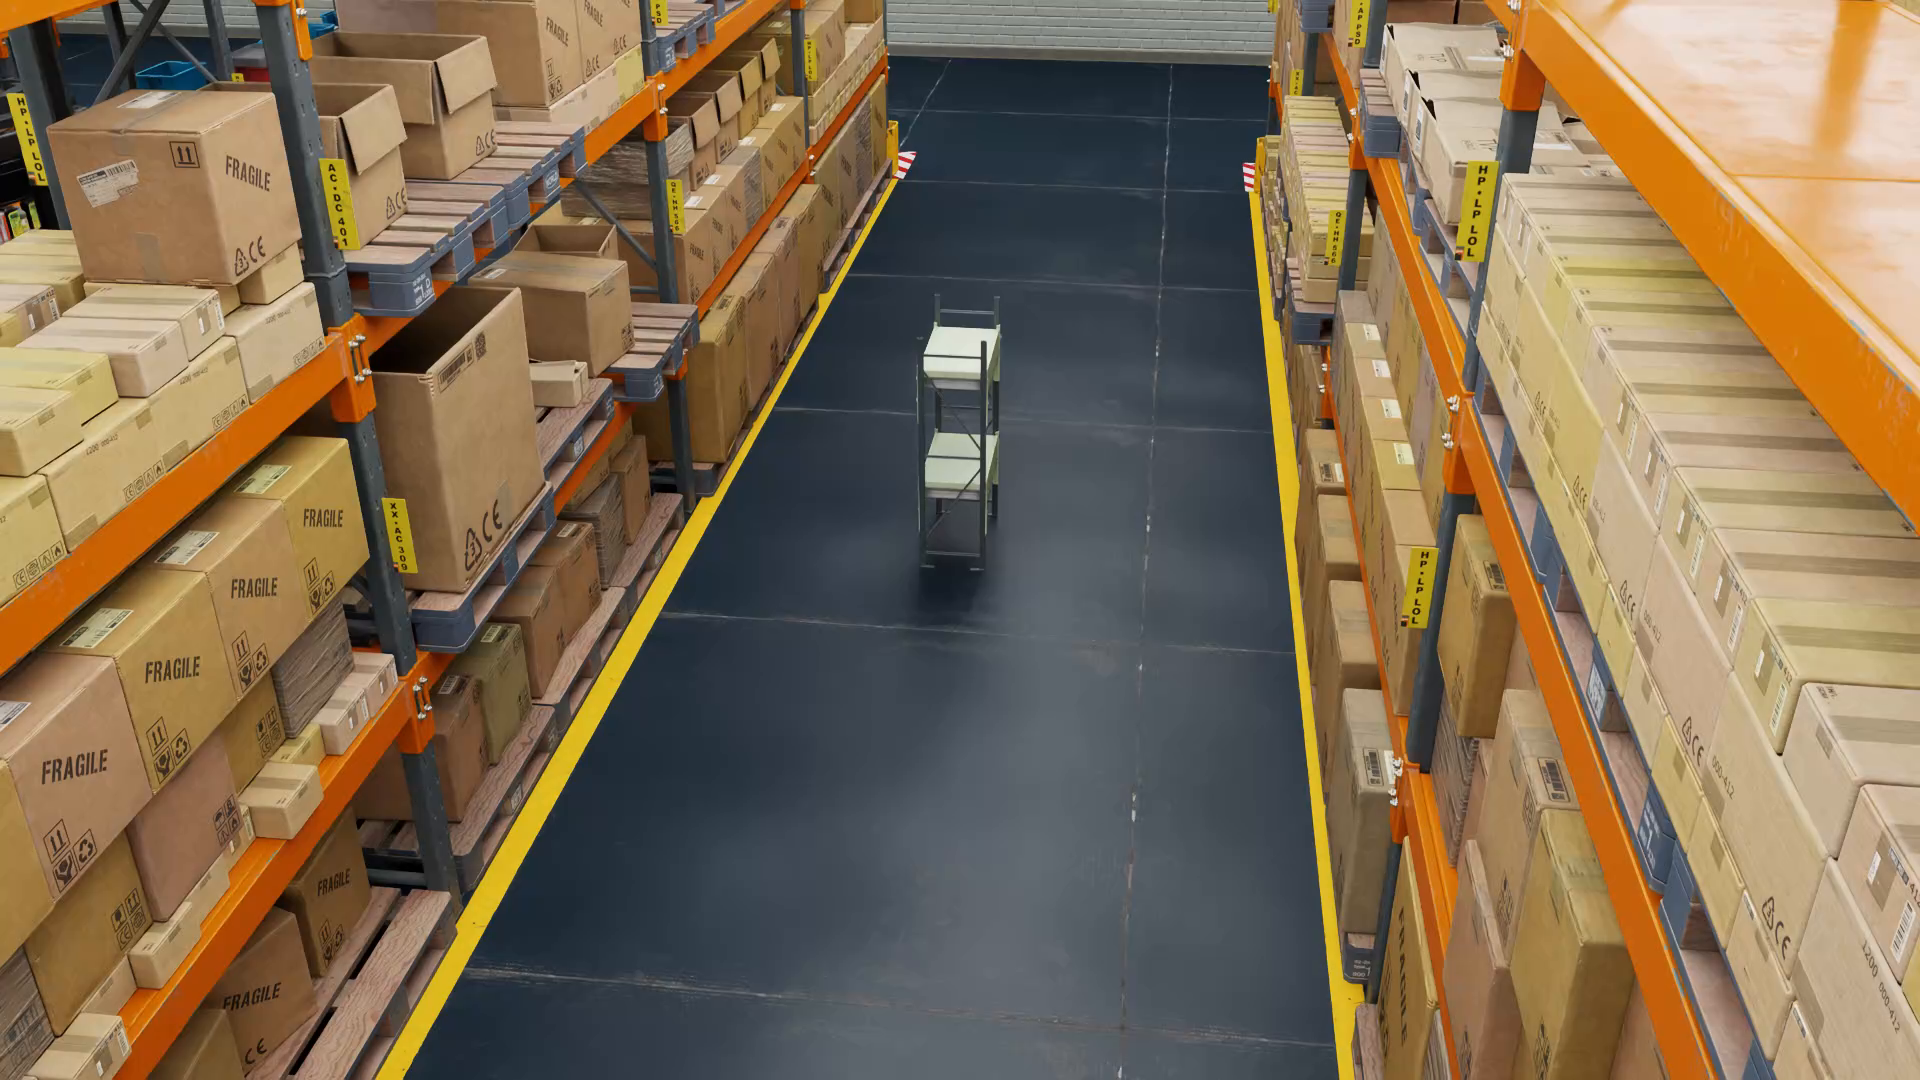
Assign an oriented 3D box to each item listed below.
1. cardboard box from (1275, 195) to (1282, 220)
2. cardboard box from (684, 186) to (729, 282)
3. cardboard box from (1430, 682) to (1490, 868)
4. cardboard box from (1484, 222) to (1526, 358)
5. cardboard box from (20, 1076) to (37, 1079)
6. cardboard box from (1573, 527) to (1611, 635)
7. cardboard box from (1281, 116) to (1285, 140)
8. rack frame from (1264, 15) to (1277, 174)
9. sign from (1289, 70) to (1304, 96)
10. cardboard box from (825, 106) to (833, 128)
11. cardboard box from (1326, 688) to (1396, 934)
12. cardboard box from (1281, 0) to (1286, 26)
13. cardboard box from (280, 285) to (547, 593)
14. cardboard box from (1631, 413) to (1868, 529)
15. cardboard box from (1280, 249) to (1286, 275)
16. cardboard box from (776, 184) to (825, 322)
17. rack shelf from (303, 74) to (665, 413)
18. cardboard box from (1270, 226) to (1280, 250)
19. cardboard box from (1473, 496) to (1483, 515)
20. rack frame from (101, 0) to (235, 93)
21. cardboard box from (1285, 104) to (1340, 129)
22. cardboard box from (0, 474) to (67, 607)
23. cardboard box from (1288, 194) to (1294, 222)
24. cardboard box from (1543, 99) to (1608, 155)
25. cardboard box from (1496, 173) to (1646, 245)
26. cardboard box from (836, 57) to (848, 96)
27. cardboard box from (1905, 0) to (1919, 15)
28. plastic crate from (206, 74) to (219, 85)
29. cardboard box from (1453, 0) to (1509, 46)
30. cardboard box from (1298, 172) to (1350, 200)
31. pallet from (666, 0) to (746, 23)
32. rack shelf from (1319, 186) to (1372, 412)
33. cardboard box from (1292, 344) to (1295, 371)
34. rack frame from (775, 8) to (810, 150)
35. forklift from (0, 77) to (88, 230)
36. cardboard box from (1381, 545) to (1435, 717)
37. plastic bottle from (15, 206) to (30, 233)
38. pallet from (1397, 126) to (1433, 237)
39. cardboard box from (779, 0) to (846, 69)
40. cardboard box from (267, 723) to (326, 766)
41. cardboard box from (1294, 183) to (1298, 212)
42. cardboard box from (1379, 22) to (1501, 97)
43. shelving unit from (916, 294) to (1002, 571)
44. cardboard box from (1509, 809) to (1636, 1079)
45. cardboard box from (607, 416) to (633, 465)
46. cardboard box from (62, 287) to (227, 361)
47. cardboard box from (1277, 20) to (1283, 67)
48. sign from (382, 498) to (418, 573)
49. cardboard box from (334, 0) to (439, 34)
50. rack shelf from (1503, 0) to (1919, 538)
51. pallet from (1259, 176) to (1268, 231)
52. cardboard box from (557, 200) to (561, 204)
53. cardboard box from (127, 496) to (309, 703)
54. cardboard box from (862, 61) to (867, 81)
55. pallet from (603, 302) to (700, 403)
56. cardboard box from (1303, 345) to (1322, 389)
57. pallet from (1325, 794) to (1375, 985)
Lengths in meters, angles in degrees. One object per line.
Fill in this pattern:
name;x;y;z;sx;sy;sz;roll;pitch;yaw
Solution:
cardboard box;3.011;-2.957;14.804;0.380;0.149;0.250;2;28;4
cardboard box;-1.850;-2.045;11.070;0.500;0.500;0.500;3;28;5
cardboard box;2.146;0.782;5.770;0.875;0.550;0.550;3;28;6
cardboard box;1.842;-0.727;4.863;0.500;0.250;0.500;4;29;7
cardboard box;-2.803;1.622;4.634;0.380;0.149;0.250;3;28;6
cardboard box;1.611;0.102;3.744;0.380;0.149;0.250;4;29;7
cardboard box;2.655;-3.139;12.714;0.380;0.149;0.250;4;29;7
rack frame;3.650;-4.975;16.614;1.000;3.000;0.127;3;28;6
sign;2.620;-3.501;12.966;0.100;0.325;0.005;3;28;6
cardboard box;-1.320;-3.685;14.485;0.380;0.149;0.250;4;29;8
cardboard box;2.166;1.182;7.116;1.050;0.750;0.750;3;28;6
cardboard box;3.190;-4.913;15.026;0.500;0.500;0.500;3;28;5
cardboard box;-2.495;-0.477;7.190;1.000;1.000;1.000;4;29;7
cardboard box;1.581;-0.130;3.334;0.380;0.149;0.250;4;29;7
cardboard box;2.883;-2.320;13.935;0.380;0.149;0.250;4;29;7
cardboard box;-1.809;-2.375;13.586;1.225;0.875;0.875;3;29;6
rack shelf;-2.486;-1.608;7.959;1.077;0.370;4.000;3;28;6
cardboard box;2.996;-2.714;14.980;0.380;0.149;0.250;3;28;6
cardboard box;2.234;-0.045;6.303;0.700;0.500;0.500;3;28;5
rack frame;-6.666;-3.716;14.277;1.000;3.000;0.127;3;28;6
cardboard box;2.627;-3.138;12.399;0.380;0.149;0.250;4;29;8
cardboard box;-2.725;0.033;4.314;0.500;0.250;0.500;4;29;8
cardboard box;2.466;-2.275;11.423;0.380;0.149;0.250;2;28;4
cardboard box;2.619;-1.685;6.939;0.396;0.266;0.258;3;28;6
cardboard box;1.797;-0.965;4.884;0.380;0.149;0.250;4;29;7
cardboard box;-1.309;-4.177;14.977;0.500;0.250;0.500;4;29;7
cardboard box;8.026;-4.384;13.673;0.380;0.149;0.250;3;28;5
plastic crate;-6.796;-4.164;15.335;0.437;0.125;0.590;3;28;6
cardboard box;3.004;-2.827;9.360;0.500;0.500;0.500;3;28;6
cardboard box;2.404;-2.283;10.813;0.380;0.149;0.250;3;28;6
pallet;-2.080;-3.615;11.127;1.003;0.211;1.213;5;29;9
rack shelf;2.915;-1.834;11.543;1.077;0.370;4.000;3;28;6
cardboard box;2.692;-1.348;12.074;0.500;0.500;0.500;4;29;7
rack frame;-1.751;-3.428;13.743;1.000;3.000;0.127;3;28;6
forklift;-5.587;-1.119;9.529;3.031;2.935;1.130;11;30;20
cardboard box;1.978;0.368;6.591;0.500;0.500;0.500;3;28;6
plastic bottle;-6.668;-2.264;11.792;0.097;0.201;0.097;0;28;0
pallet;2.509;-1.614;7.412;1.003;0.211;1.213;5;29;9
cardboard box;-1.311;-4.510;14.805;0.500;0.500;0.500;2;28;5
cardboard box;-2.596;0.798;6.163;0.380;0.149;0.250;3;28;6
cardboard box;2.434;-2.281;11.122;0.380;0.149;0.250;4;29;7
cardboard box;2.362;-2.392;8.202;0.500;0.311;0.500;3;29;6
shelving unit;-0.001;-0.657;10.181;0.431;1.500;0.755;3;28;6
cardboard box;1.888;1.065;4.105;0.875;0.550;0.500;3;28;6
cardboard box;-2.293;-0.651;9.970;0.500;0.250;0.500;4;29;8
cardboard box;-2.552;-0.679;5.215;0.380;0.149;0.250;2;28;4
cardboard box;3.280;-4.701;15.687;0.500;0.500;0.500;3;29;6
sign;-2.191;-0.016;6.496;0.100;0.325;0.005;3;28;6
cardboard box;-2.674;-2.448;8.128;0.500;0.500;0.500;3;28;5
rack shelf;1.934;-0.533;3.225;1.077;0.370;4.000;3;28;6
pallet;3.506;-3.331;16.503;1.003;0.211;1.213;3;28;6
cardboard box;-2.359;-2.070;11.117;0.500;0.500;0.500;3;28;6
cardboard box;-2.573;0.186;5.562;0.500;0.500;0.500;3;28;6
cardboard box;-1.101;-4.533;16.058;0.380;0.149;0.250;3;28;5
pallet;-2.222;-1.119;9.659;1.213;0.211;1.003;3;28;6
cardboard box;2.544;-1.200;11.008;0.500;0.250;0.500;4;29;7
pallet;2.199;1.533;7.473;1.003;0.211;1.213;3;28;6
